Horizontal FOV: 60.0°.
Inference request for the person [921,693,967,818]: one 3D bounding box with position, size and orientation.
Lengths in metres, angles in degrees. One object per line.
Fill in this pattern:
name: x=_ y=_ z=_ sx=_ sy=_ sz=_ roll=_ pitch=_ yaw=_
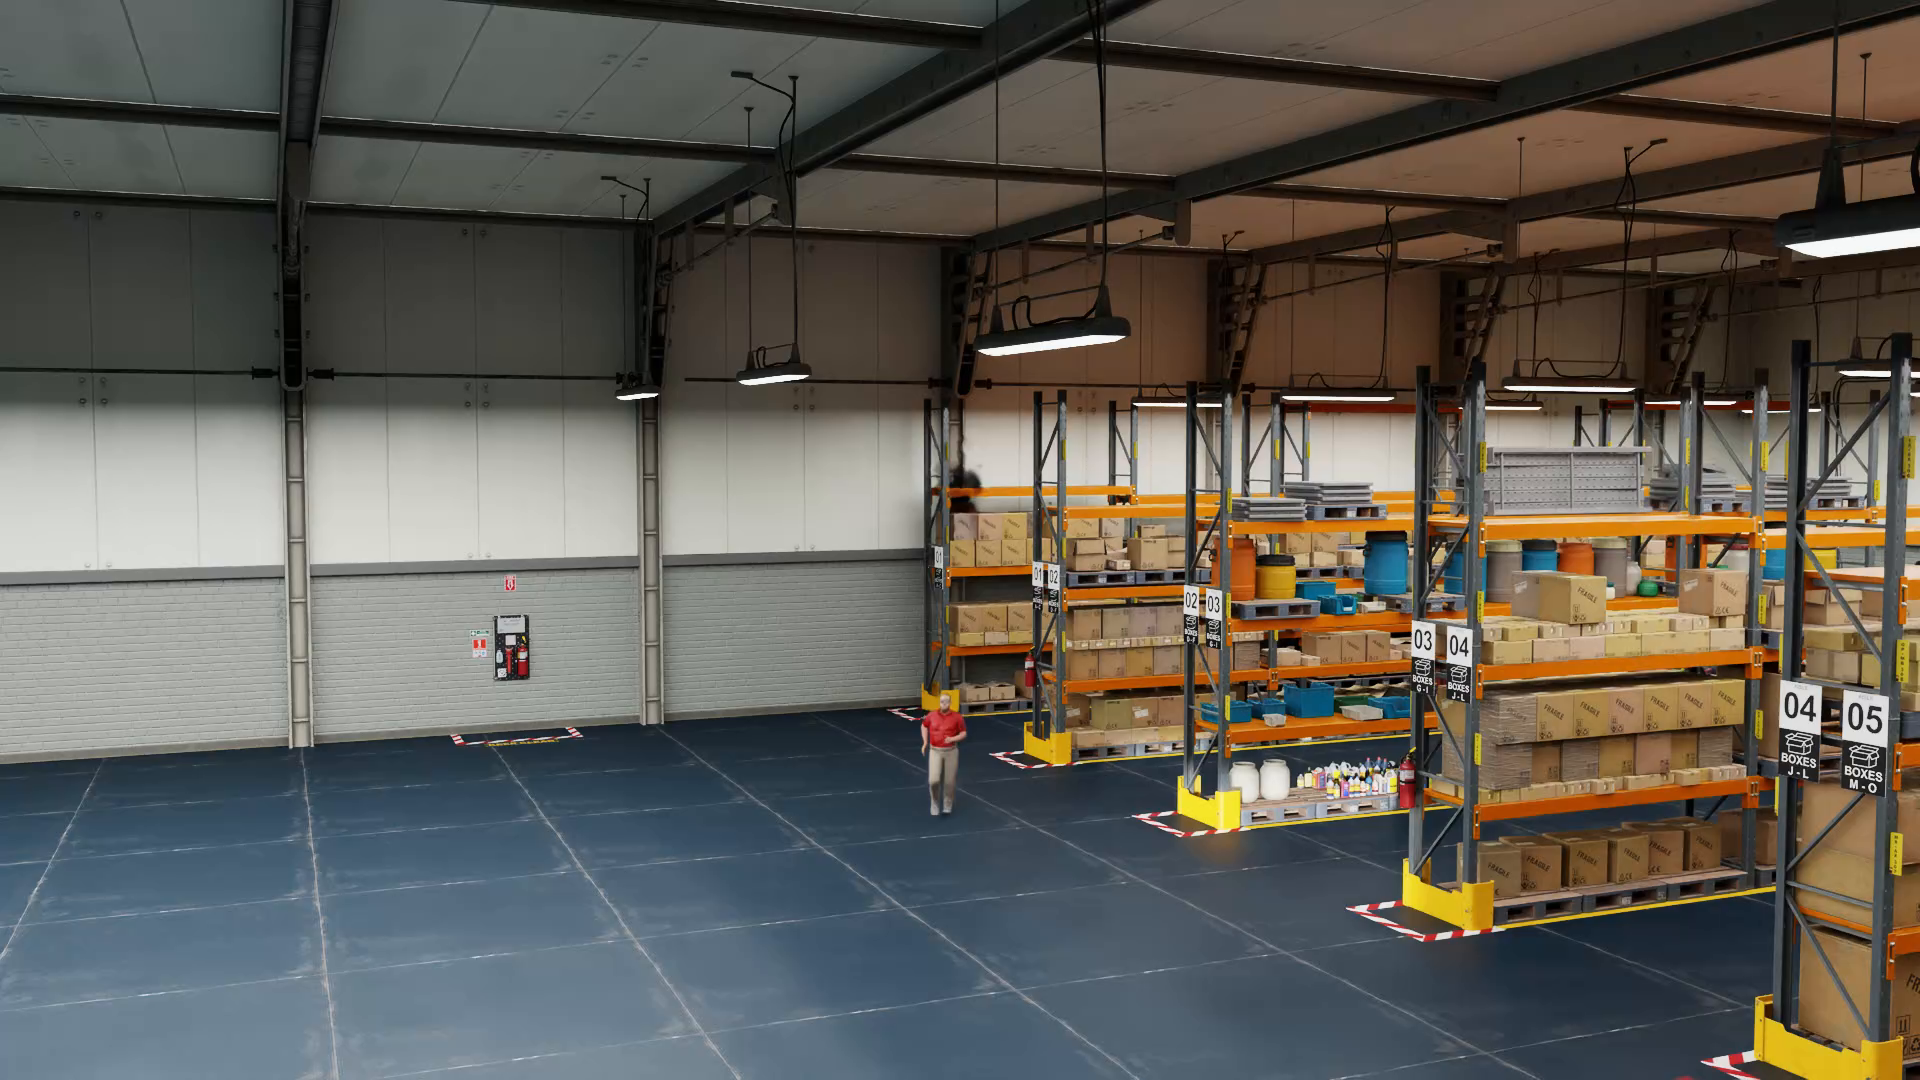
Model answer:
person: x=-0.229 y=2.968 z=22.828 sx=0.645 sy=1.719 sz=0.669 roll=0 pitch=3 yaw=3
